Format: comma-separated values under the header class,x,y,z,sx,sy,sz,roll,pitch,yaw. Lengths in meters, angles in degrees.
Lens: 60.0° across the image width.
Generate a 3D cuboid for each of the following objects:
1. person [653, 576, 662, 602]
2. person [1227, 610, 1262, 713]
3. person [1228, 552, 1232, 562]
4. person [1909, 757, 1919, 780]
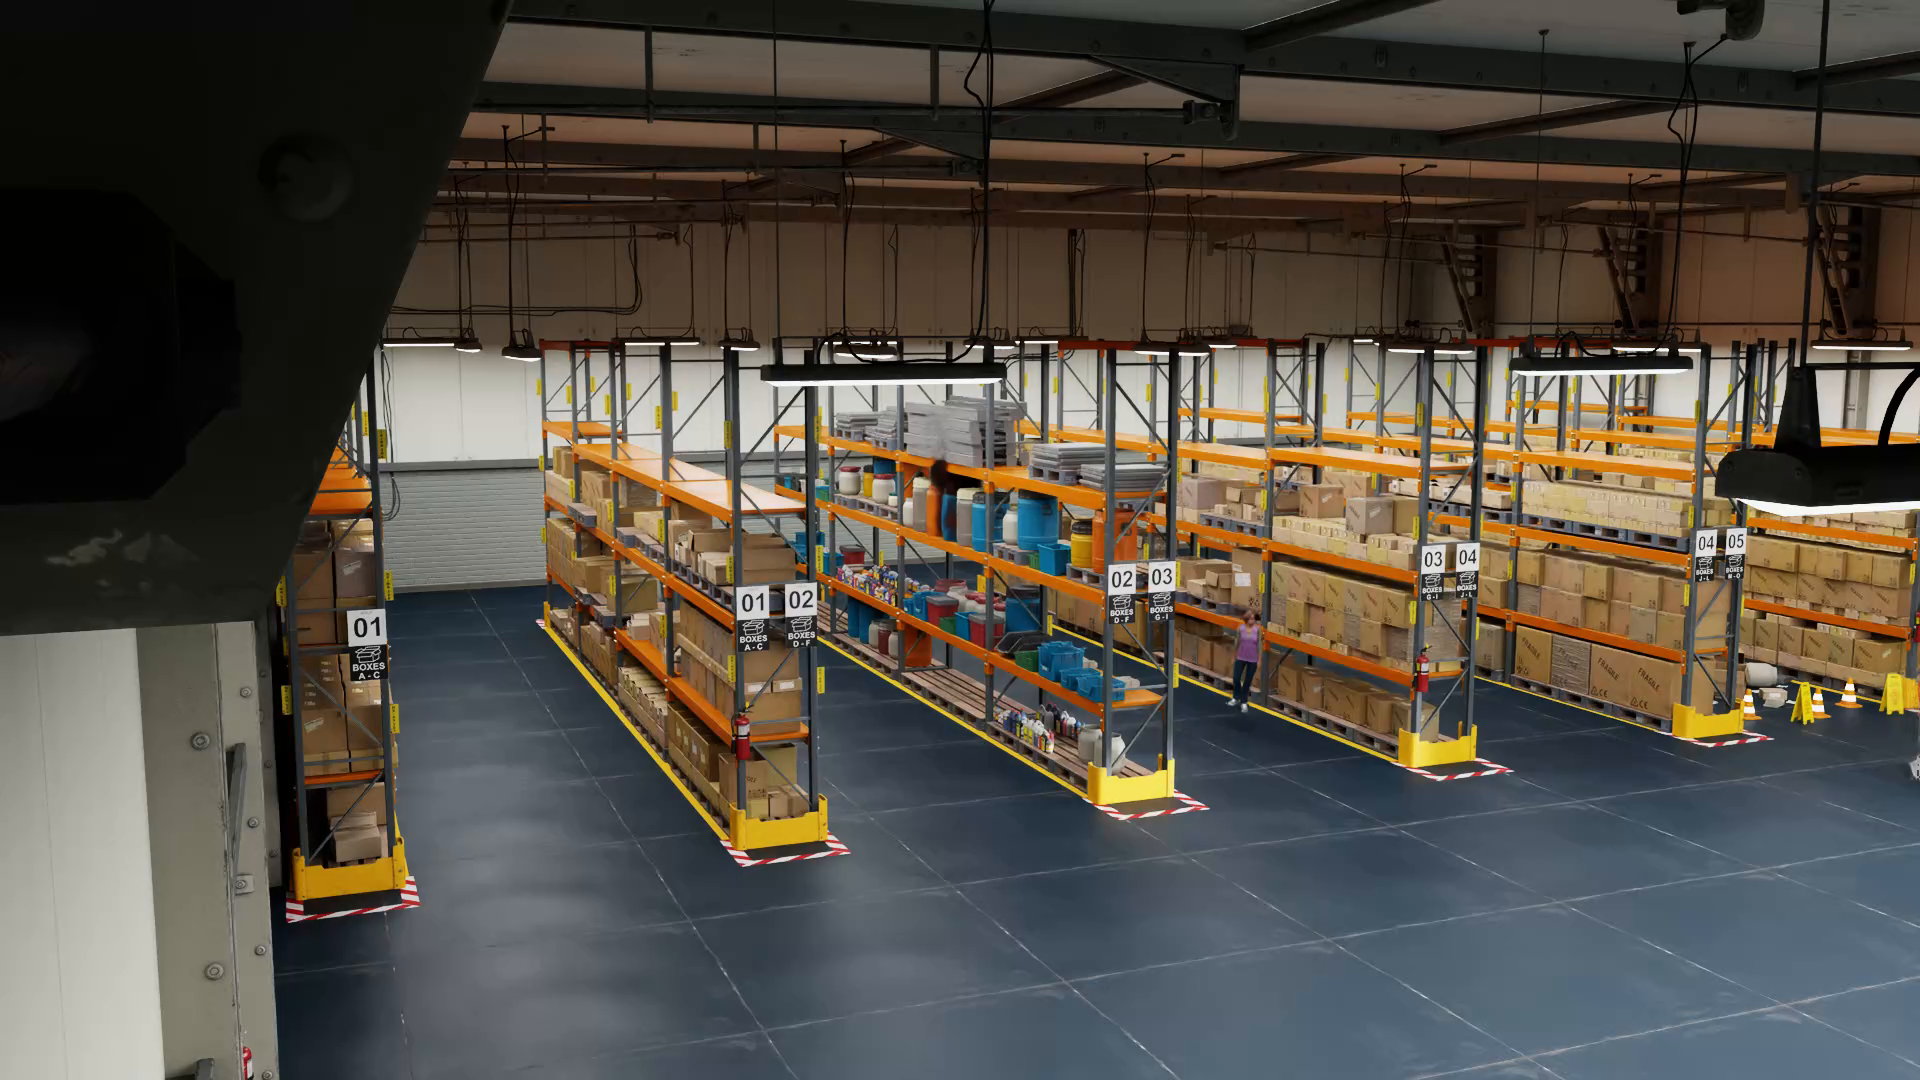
class,x,y,z,sx,sy,sz,roll,pitch,yaw
person,-6.604,0.902,35.457,0.573,1.724,0.842,-4,9,-30
person,4.459,1.886,25.992,0.521,1.616,0.418,1,8,10
person,7.266,-0.190,43.505,0.908,1.704,0.662,-6,10,-39
person,13.589,2.526,23.000,0.673,1.652,0.797,6,10,39
